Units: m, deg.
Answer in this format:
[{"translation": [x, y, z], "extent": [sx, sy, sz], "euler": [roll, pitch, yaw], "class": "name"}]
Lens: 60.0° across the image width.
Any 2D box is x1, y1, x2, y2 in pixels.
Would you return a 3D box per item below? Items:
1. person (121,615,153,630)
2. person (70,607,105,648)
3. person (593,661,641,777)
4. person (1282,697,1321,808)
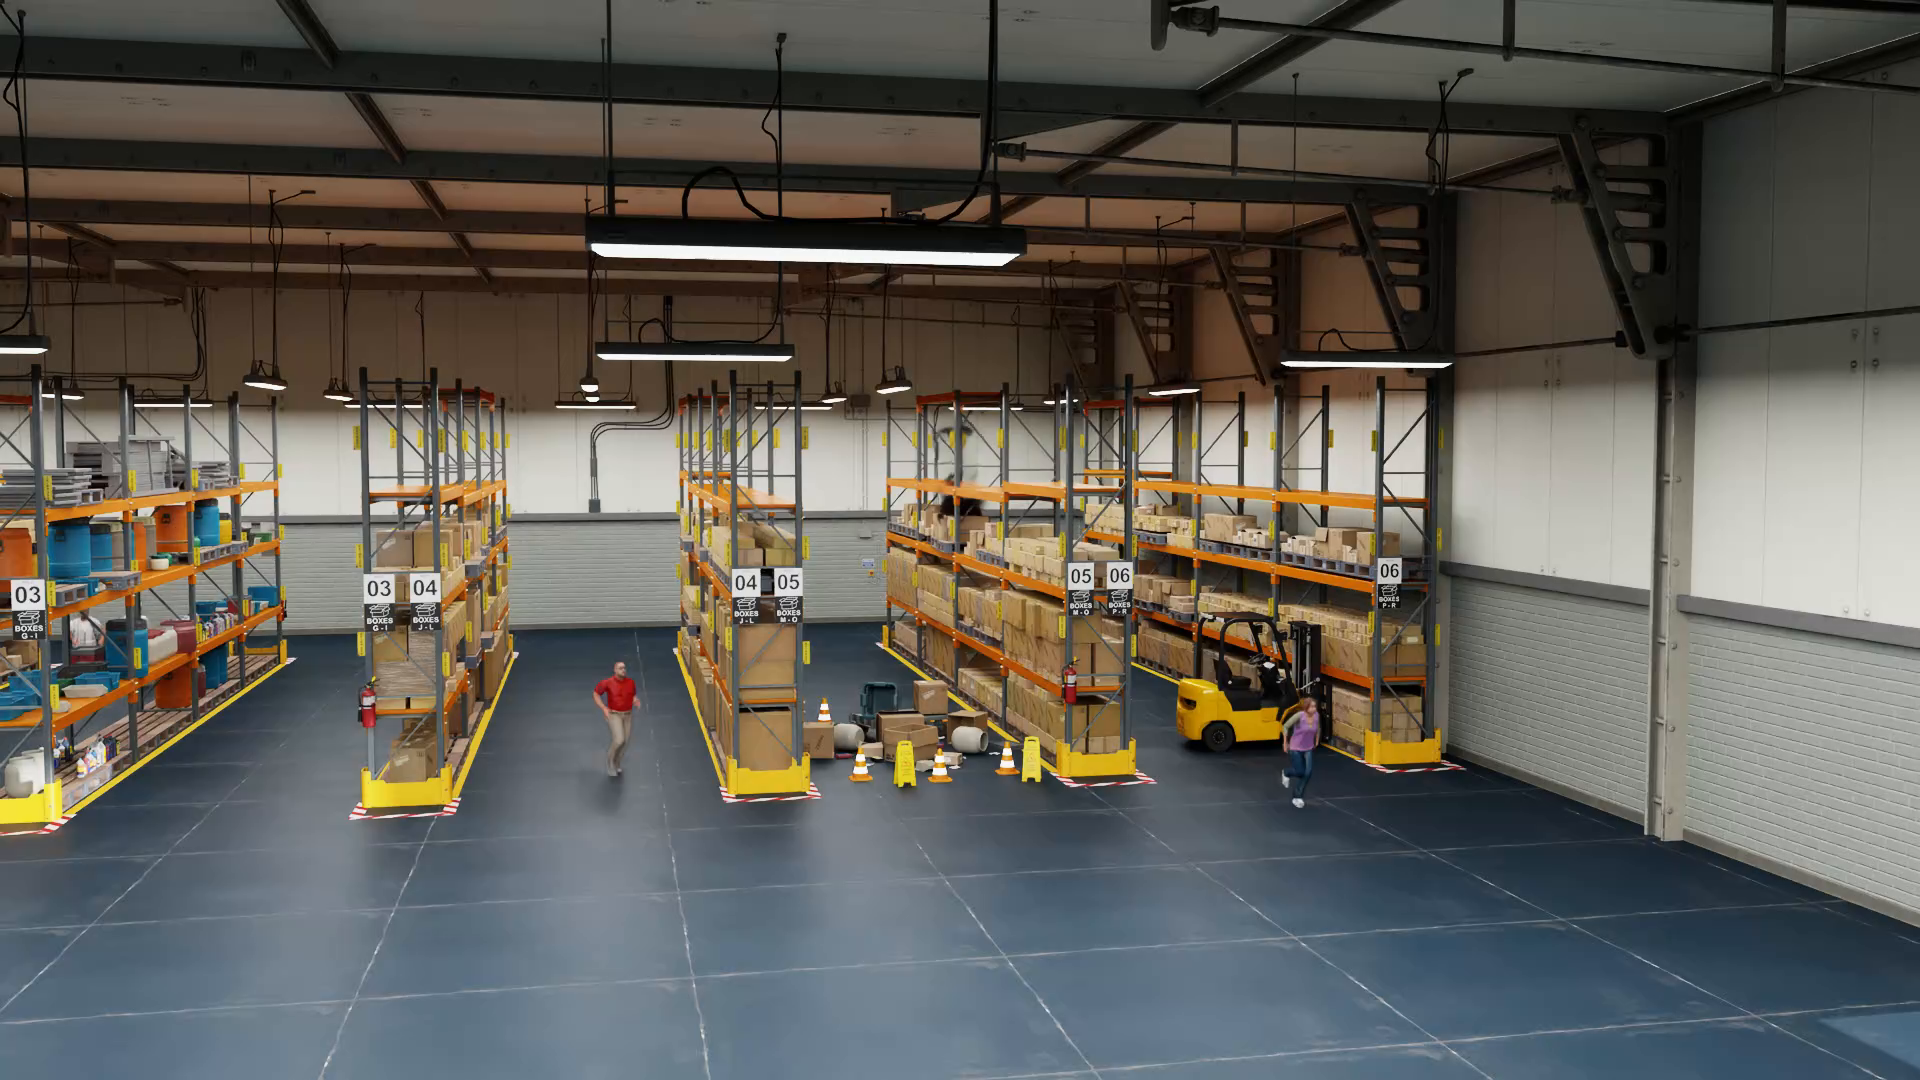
[{"translation": [-16.480, 2.133, 33.214], "extent": [0.692, 1.781, 0.996], "euler": [-1, 4, -18], "class": "person"}, {"translation": [-17.361, 2.163, 33.024], "extent": [0.688, 1.782, 0.817], "euler": [-2, 4, -24], "class": "person"}, {"translation": [-5.066, 2.681, 24.824], "extent": [0.634, 1.734, 0.688], "euler": [-3, 5, -44], "class": "person"}, {"translation": [4.673, 2.897, 22.909], "extent": [0.520, 1.538, 0.722], "euler": [-2, 4, -24], "class": "person"}]
